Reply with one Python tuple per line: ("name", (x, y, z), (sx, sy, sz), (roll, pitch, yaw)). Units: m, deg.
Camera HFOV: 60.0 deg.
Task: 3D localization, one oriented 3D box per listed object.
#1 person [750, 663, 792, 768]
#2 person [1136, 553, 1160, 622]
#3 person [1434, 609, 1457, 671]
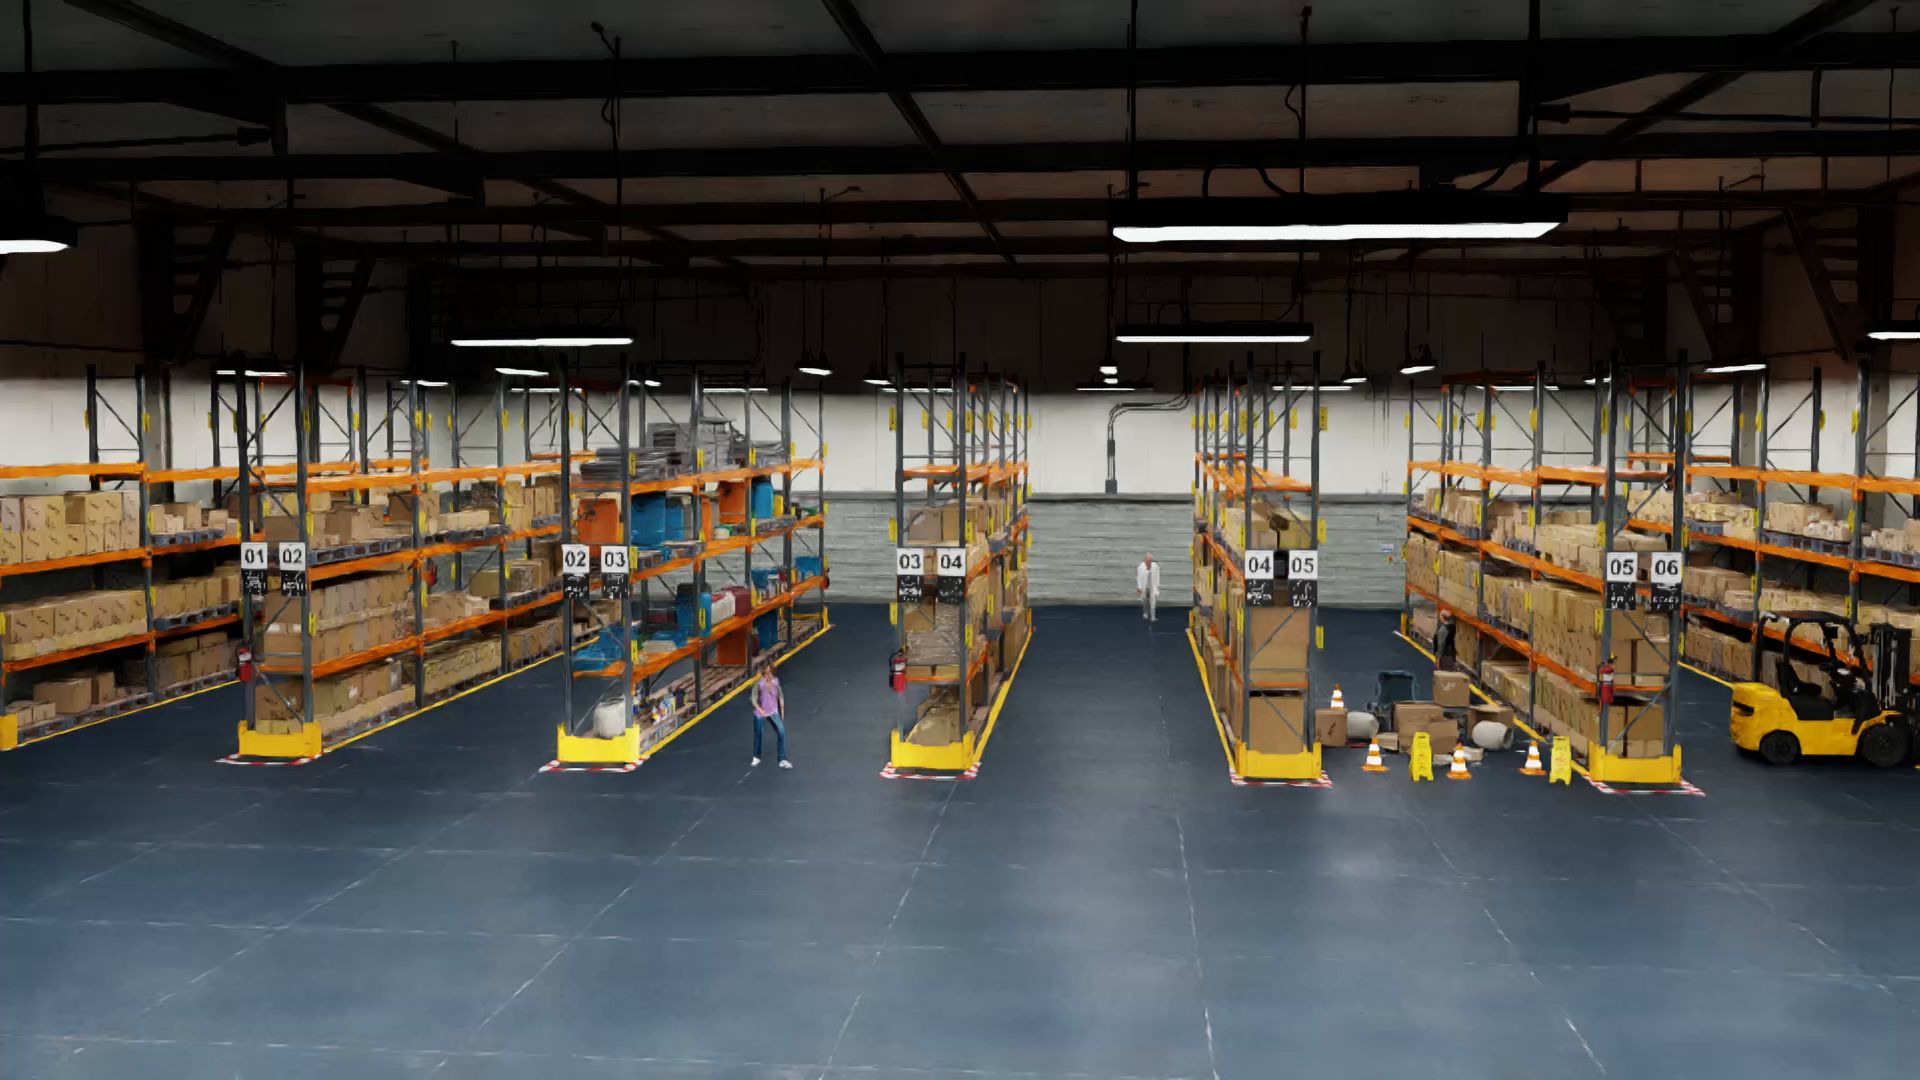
("person", (-2.773, 2.518, 24.067), (0.568, 1.535, 0.739), (-1, 4, -16))
("person", (4.724, 1.169, 41.745), (0.598, 1.698, 1.194), (1, 4, 8))
("person", (8.444, 2.069, 29.061), (0.572, 1.707, 0.618), (2, 5, 30))
